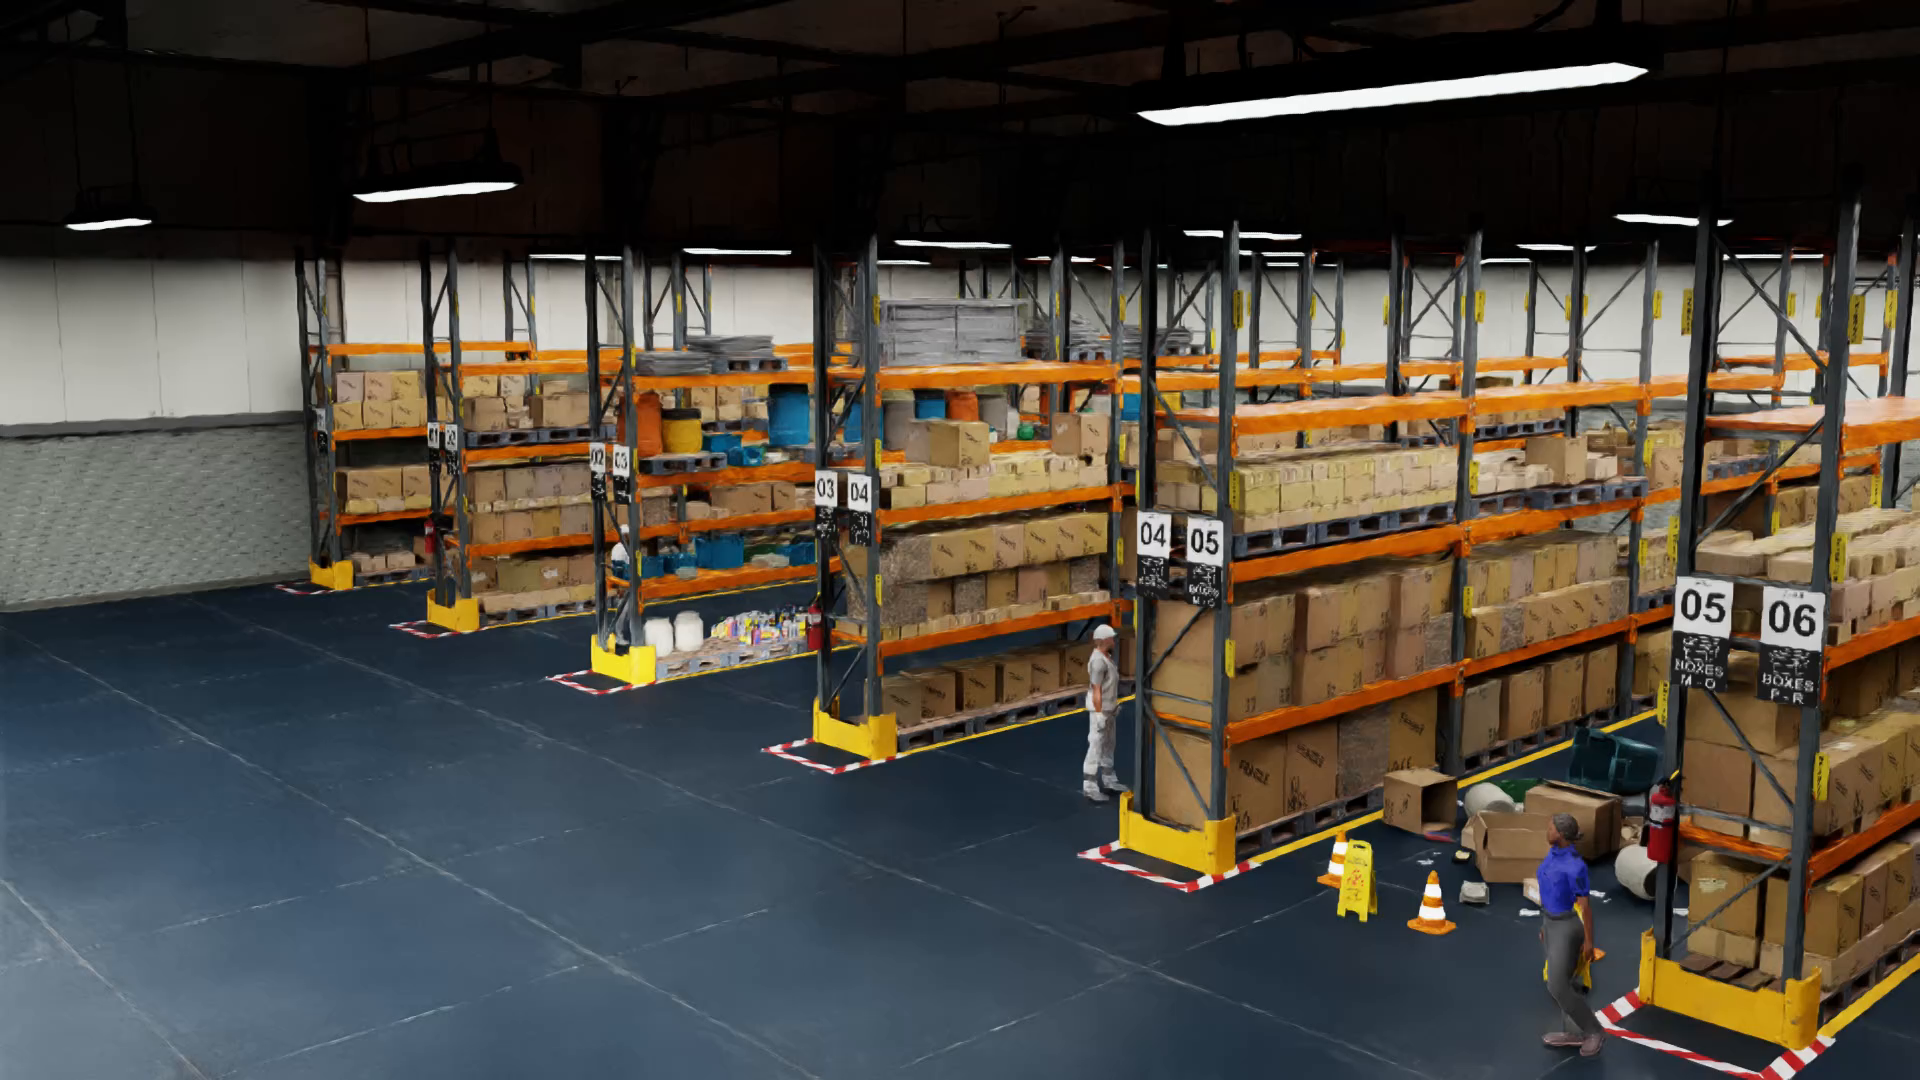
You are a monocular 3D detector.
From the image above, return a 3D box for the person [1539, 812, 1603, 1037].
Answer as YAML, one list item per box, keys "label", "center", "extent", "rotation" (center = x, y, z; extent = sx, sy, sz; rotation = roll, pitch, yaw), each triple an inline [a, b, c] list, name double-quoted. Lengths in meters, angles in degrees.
- label: "person"
  center: [4.203, 2.661, 11.454]
  extent: [0.399, 1.562, 0.492]
  rotation: [0, 8, 1]

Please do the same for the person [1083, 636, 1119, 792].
- label: "person"
  center: [1.466, 1.749, 17.181]
  extent: [0.331, 1.685, 0.578]
  rotation: [2, 9, 16]

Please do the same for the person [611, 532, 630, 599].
- label: "person"
  center: [-4.975, 0.319, 24.771]
  extent: [0.349, 1.042, 0.632]
  rotation: [2, 9, 16]
